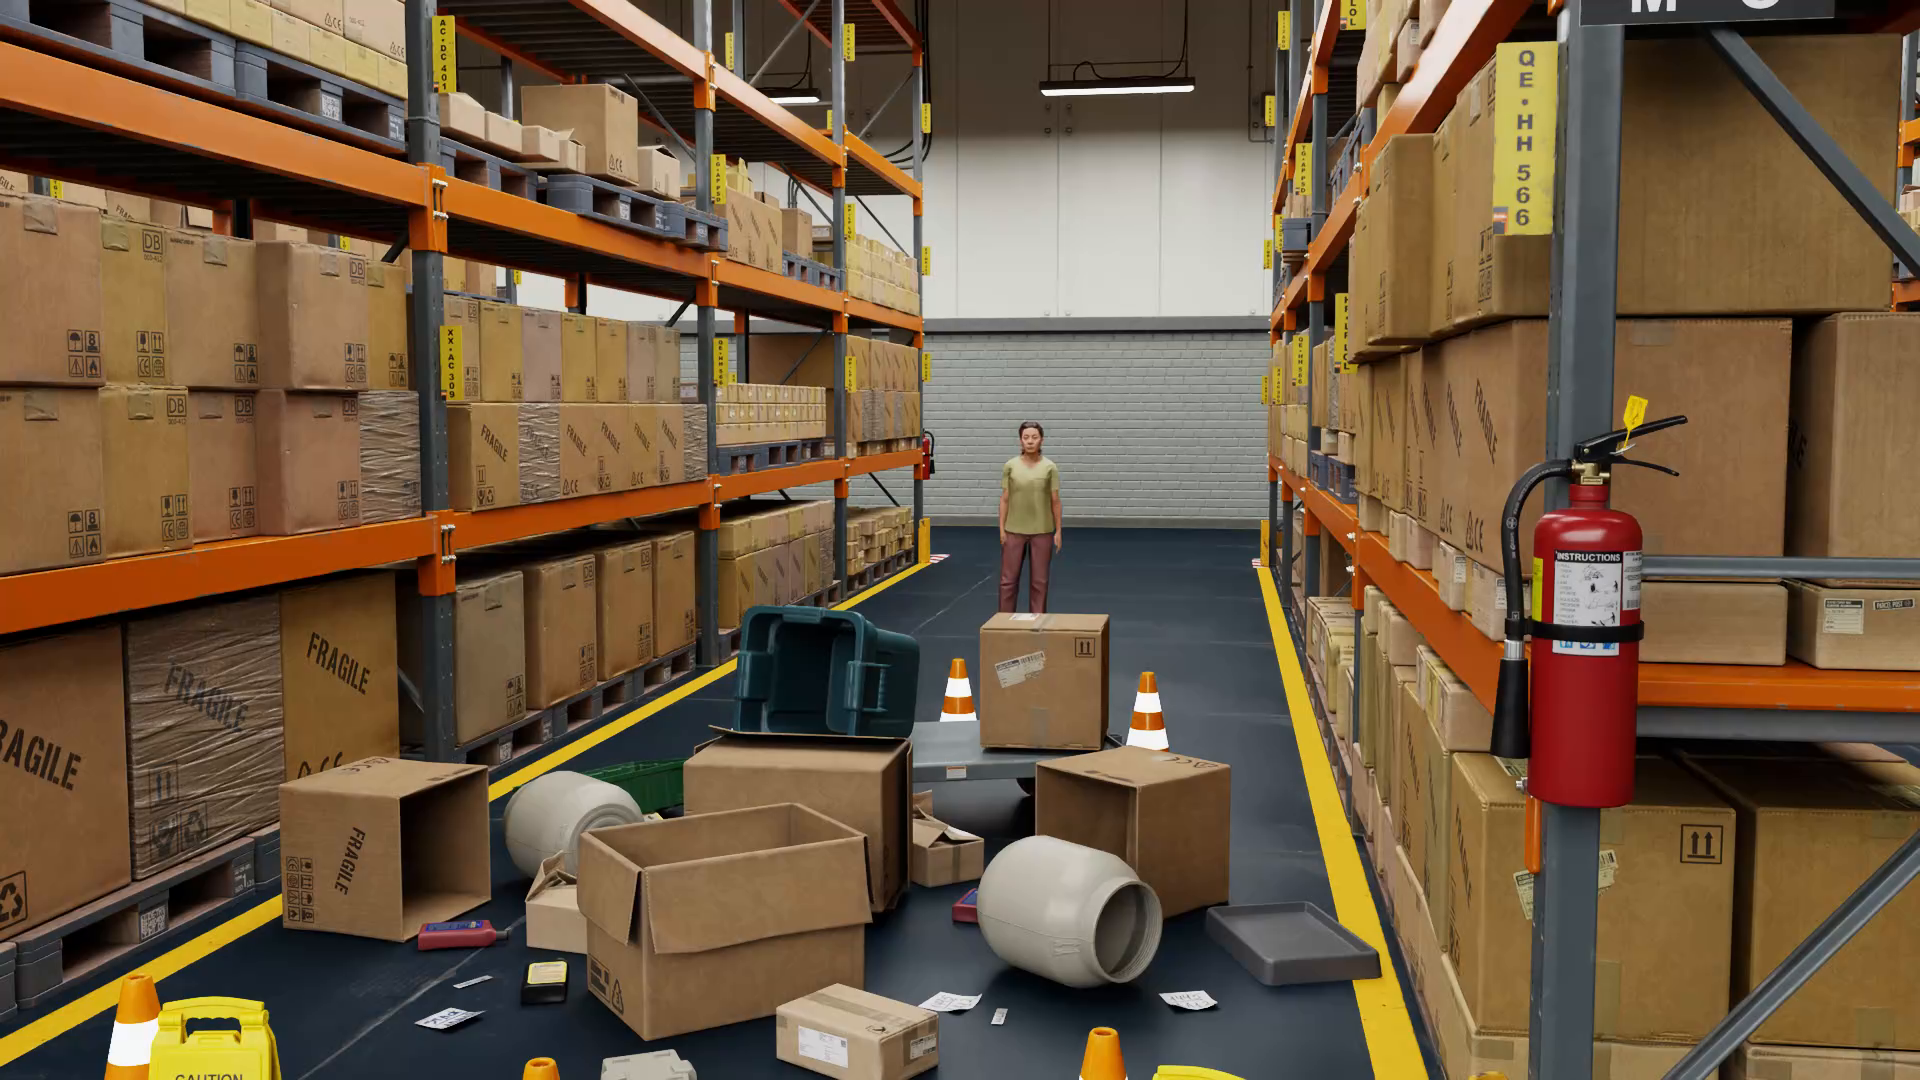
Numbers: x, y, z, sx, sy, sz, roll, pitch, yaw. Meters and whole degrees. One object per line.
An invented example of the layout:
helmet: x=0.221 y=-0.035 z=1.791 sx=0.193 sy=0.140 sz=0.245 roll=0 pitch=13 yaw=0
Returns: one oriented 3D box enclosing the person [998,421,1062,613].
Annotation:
person: x=0.505 y=-0.032 z=12.201 sx=0.485 sy=1.682 sz=0.412 roll=0 pitch=5 yaw=4
